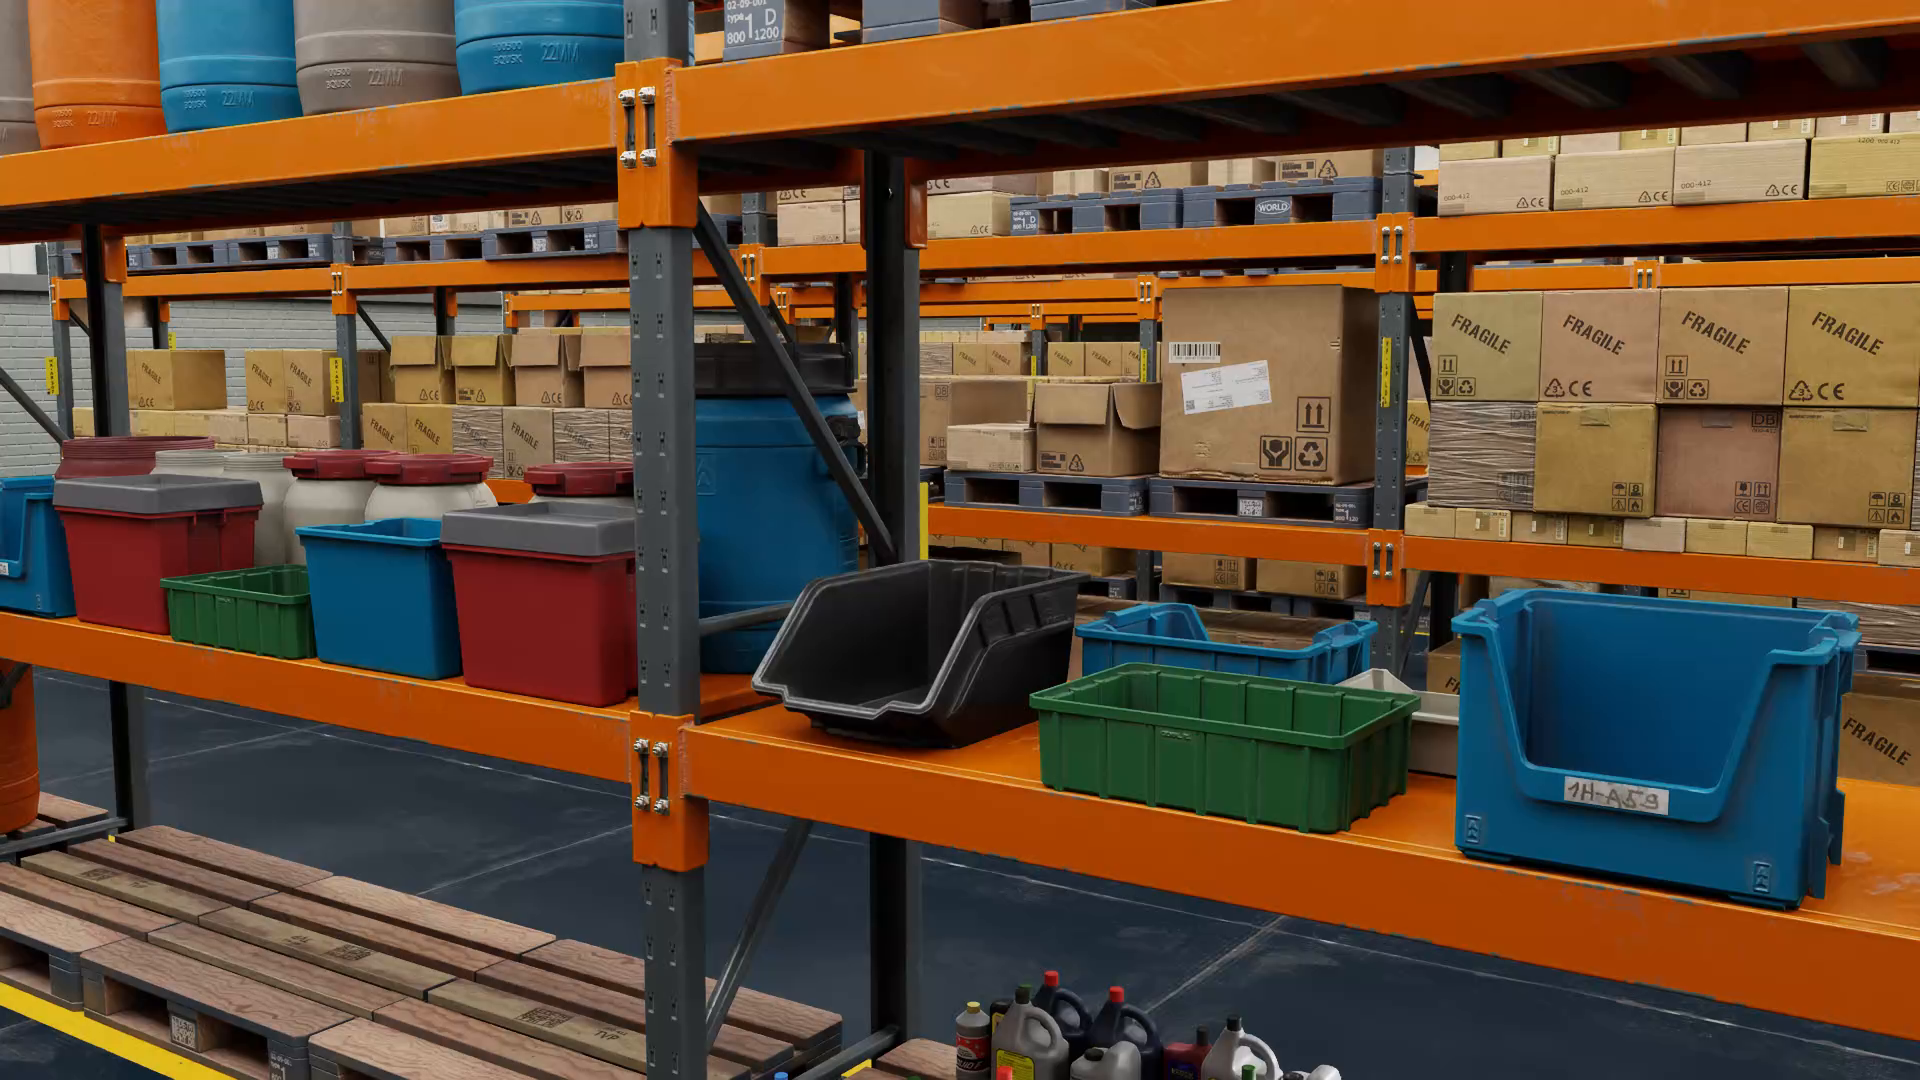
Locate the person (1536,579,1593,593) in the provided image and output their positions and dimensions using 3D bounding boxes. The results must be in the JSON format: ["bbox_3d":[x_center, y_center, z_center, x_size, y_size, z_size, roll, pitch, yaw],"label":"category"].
[{"bbox_3d":[3.964,0.164,10.599,0.732,1.694,0.488,5,8,38],"label":"person"}]
